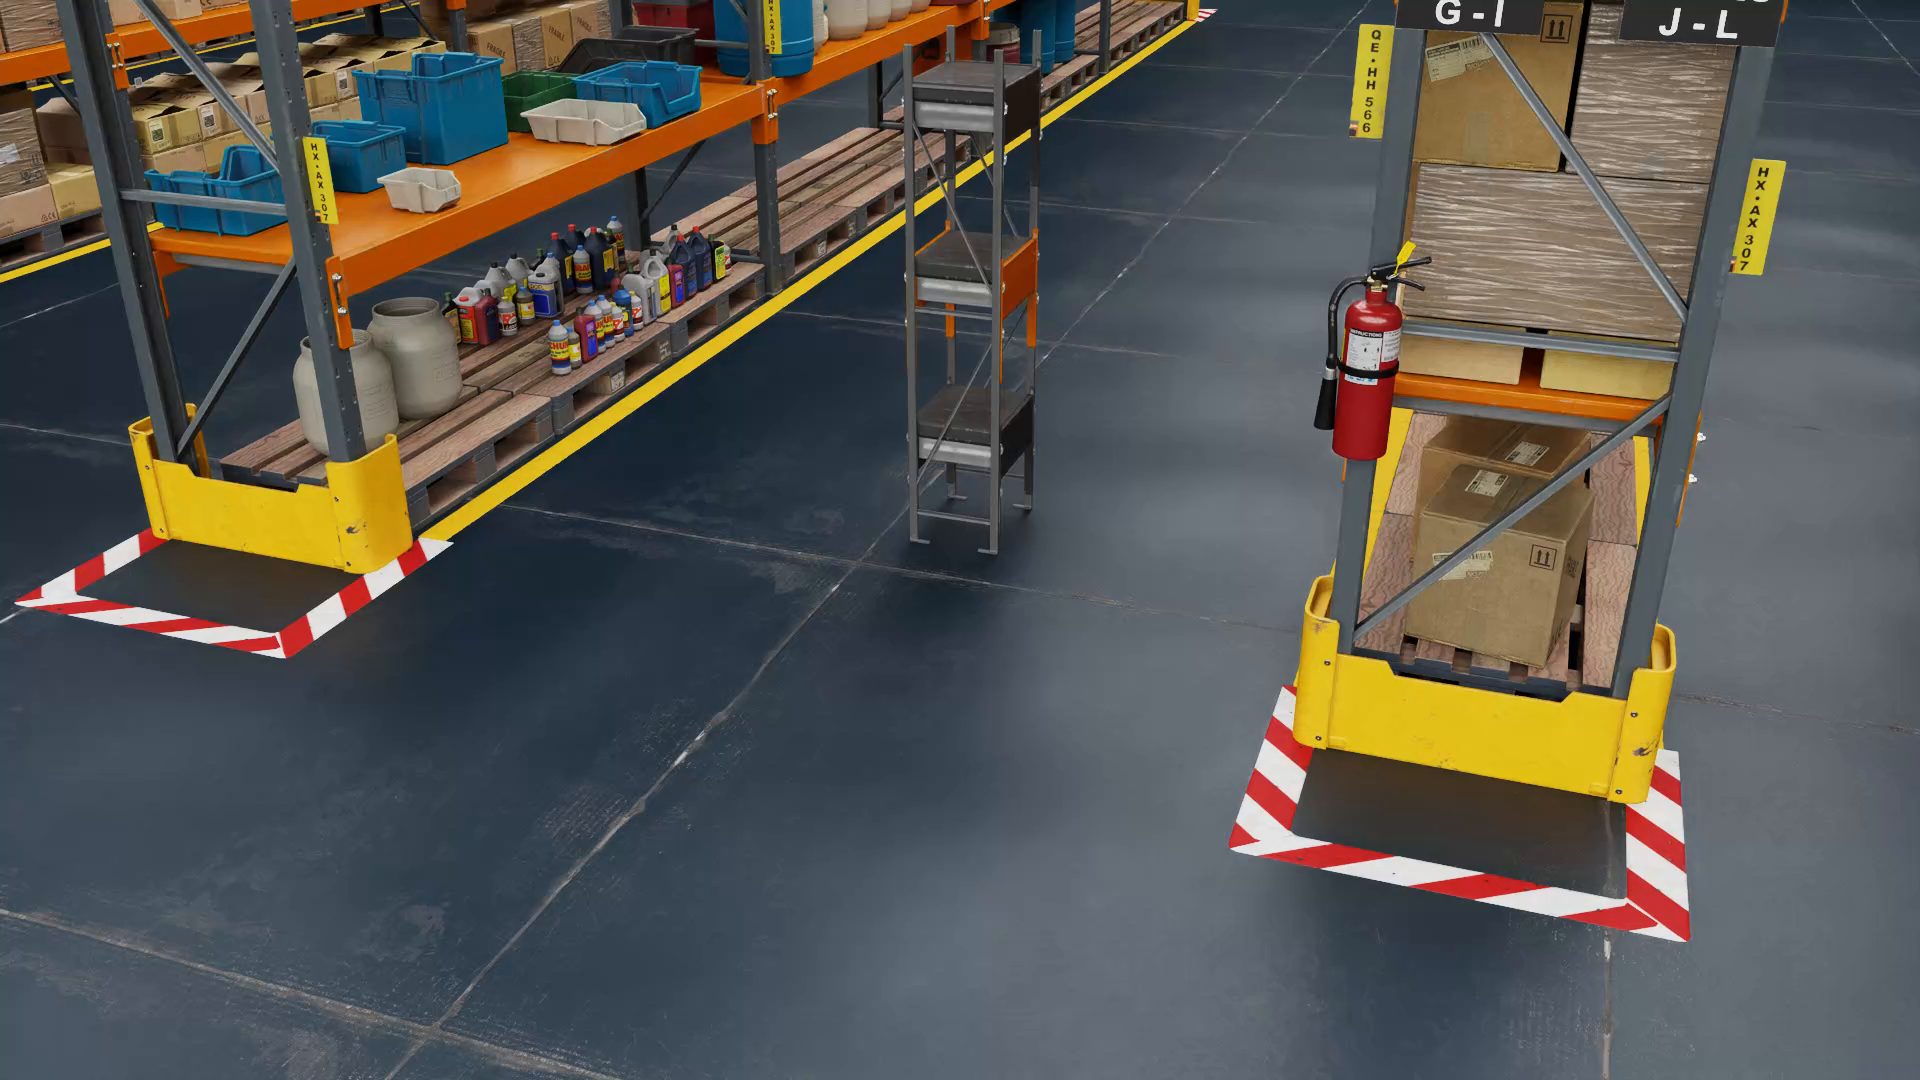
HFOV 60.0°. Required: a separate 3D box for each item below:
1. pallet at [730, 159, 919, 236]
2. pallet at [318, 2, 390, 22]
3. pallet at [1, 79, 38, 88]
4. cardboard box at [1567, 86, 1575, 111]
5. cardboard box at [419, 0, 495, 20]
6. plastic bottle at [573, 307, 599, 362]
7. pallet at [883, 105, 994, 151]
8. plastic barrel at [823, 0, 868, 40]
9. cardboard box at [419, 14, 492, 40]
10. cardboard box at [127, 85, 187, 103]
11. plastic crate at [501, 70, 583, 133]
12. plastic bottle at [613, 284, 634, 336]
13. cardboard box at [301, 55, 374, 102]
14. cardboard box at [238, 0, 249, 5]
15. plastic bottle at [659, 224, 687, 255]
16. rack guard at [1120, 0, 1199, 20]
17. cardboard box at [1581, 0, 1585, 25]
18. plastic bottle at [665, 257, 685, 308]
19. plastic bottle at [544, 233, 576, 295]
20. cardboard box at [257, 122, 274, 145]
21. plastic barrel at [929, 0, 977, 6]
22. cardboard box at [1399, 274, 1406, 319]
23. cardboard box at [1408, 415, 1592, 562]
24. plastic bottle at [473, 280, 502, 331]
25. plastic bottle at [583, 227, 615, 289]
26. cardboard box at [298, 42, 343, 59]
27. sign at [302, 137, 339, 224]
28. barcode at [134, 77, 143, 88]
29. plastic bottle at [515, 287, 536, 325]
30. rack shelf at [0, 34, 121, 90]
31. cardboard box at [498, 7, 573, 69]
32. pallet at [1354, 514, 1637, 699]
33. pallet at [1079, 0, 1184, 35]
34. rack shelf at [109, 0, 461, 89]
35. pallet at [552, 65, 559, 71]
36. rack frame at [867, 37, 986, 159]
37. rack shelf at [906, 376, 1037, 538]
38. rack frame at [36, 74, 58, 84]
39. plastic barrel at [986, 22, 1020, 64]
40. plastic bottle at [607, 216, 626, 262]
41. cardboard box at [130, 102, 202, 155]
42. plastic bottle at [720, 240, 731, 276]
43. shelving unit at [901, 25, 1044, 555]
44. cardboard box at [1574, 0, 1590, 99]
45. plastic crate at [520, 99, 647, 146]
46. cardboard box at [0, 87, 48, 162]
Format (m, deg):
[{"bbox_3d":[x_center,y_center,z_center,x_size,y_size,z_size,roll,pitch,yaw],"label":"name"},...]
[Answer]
[{"bbox_3d":[-0.979,-2.537,12.248,1.003,0.211,1.213,9,27,17],"label":"pallet"},{"bbox_3d":[-7.962,-6.731,20.911,1.003,0.211,1.213,9,27,17],"label":"pallet"},{"bbox_3d":[-9.881,-4.466,16.231,1.003,0.211,1.213,9,27,17],"label":"pallet"},{"bbox_3d":[2.201,-1.422,6.289,0.875,0.500,0.500,9,27,17],"label":"cardboard box"},{"bbox_3d":[-4.842,-5.177,16.004,0.500,0.250,0.500,10,28,19],"label":"cardboard box"},{"bbox_3d":[-1.950,-1.083,8.657,0.061,0.283,0.133,9,27,18],"label":"plastic bottle"},{"bbox_3d":[-0.054,-3.680,14.608,1.003,0.211,1.213,9,27,17],"label":"pallet"},{"bbox_3d":[-0.839,-3.685,11.263,0.433,0.535,0.433,0,26,0],"label":"plastic barrel"},{"bbox_3d":[-4.857,-4.816,16.118,0.500,0.500,0.500,10,28,19],"label":"cardboard box"},{"bbox_3d":[-6.246,-3.307,12.669,0.500,0.311,0.500,10,27,19],"label":"cardboard box"},{"bbox_3d":[-2.326,-2.349,8.902,0.450,0.188,0.662,9,27,17],"label":"plastic crate"},{"bbox_3d":[-1.827,-1.252,9.021,0.097,0.271,0.097,0,26,0],"label":"plastic bottle"},{"bbox_3d":[-5.226,-3.856,13.802,0.500,0.311,0.500,9,27,17],"label":"cardboard box"},{"bbox_3d":[-5.665,-4.461,12.908,0.500,0.500,0.500,9,27,18],"label":"cardboard box"},{"bbox_3d":[-1.687,-1.681,9.815,0.144,0.351,0.185,9,27,17],"label":"plastic bottle"},{"bbox_3d":[2.381,-6.779,20.678,1.175,0.500,0.348,9,27,17],"label":"rack guard"},{"bbox_3d":[3.172,-2.647,7.671,0.500,0.500,0.500,9,27,17],"label":"cardboard box"},{"bbox_3d":[-1.630,-1.478,9.473,0.061,0.283,0.133,11,28,21],"label":"plastic bottle"},{"bbox_3d":[-2.331,-1.618,9.684,0.144,0.351,0.185,8,27,15],"label":"plastic bottle"},{"bbox_3d":[-5.569,-3.185,13.060,0.500,0.250,0.500,8,27,16],"label":"cardboard box"},{"bbox_3d":[-0.146,-4.431,12.804,0.600,0.536,0.708,9,27,17],"label":"plastic barrel"},{"bbox_3d":[1.750,-0.846,5.843,0.380,0.149,0.250,9,27,17],"label":"cardboard box"},{"bbox_3d":[2.122,-0.168,6.541,0.500,0.500,0.500,17,30,31],"label":"cardboard box"},{"bbox_3d":[-2.586,-1.264,9.040,0.152,0.276,0.135,8,27,16],"label":"plastic bottle"},{"bbox_3d":[-2.132,-1.674,9.801,0.144,0.351,0.185,9,27,17],"label":"plastic bottle"},{"bbox_3d":[-5.565,-4.139,14.386,0.500,0.311,0.500,8,27,16],"label":"cardboard box"},{"bbox_3d":[-2.422,-1.360,6.300,0.100,0.325,0.005,9,27,17],"label":"sign"},{"bbox_3d":[-5.801,-3.230,11.742,0.001,0.075,0.075,9,27,17],"label":"barcode"},{"bbox_3d":[-2.406,-1.300,9.199,0.097,0.201,0.097,0,26,0],"label":"plastic bottle"},{"bbox_3d":[-6.944,-2.535,9.870,1.077,0.370,4.000,9,27,17],"label":"rack shelf"},{"bbox_3d":[-4.185,-4.965,16.425,0.500,0.500,0.500,8,27,17],"label":"cardboard box"},{"bbox_3d":[2.060,0.296,6.396,1.003,0.211,1.213,9,27,17],"label":"pallet"},{"bbox_3d":[2.074,-6.304,20.028,1.003,0.211,1.213,9,27,17],"label":"pallet"},{"bbox_3d":[-5.612,-4.179,13.265,1.077,0.370,4.000,9,27,17],"label":"rack shelf"},{"bbox_3d":[-4.255,-4.871,17.067,1.003,0.211,1.213,9,27,17],"label":"pallet"},{"bbox_3d":[-0.277,-4.605,13.319,1.000,3.000,0.127,9,27,17],"label":"rack frame"},{"bbox_3d":[0.055,-0.371,7.244,0.431,0.518,0.480,9,27,17],"label":"rack shelf"},{"bbox_3d":[-9.620,-6.042,16.286,1.000,3.000,0.127,9,27,17],"label":"rack frame"},{"bbox_3d":[0.245,-4.376,15.131,0.600,0.588,0.708,9,27,17],"label":"plastic barrel"},{"bbox_3d":[-2.128,-1.864,10.283,0.097,0.271,0.097,0,26,0],"label":"plastic bottle"},{"bbox_3d":[-5.906,-3.018,12.072,0.500,0.311,0.500,9,27,18],"label":"cardboard box"},{"bbox_3d":[-1.435,-1.705,10.036,0.097,0.201,0.097,0,26,0],"label":"plastic bottle"},{"bbox_3d":[0.055,-1.013,6.933,0.431,2.100,0.503,9,27,17],"label":"shelving unit"},{"bbox_3d":[2.509,-1.825,5.973,0.500,0.500,0.500,9,27,17],"label":"cardboard box"},{"bbox_3d":[-1.910,-2.138,8.527,0.530,0.136,0.437,9,27,17],"label":"plastic crate"},{"bbox_3d":[-6.728,-2.825,11.455,0.500,0.500,0.500,9,27,17],"label":"cardboard box"}]
